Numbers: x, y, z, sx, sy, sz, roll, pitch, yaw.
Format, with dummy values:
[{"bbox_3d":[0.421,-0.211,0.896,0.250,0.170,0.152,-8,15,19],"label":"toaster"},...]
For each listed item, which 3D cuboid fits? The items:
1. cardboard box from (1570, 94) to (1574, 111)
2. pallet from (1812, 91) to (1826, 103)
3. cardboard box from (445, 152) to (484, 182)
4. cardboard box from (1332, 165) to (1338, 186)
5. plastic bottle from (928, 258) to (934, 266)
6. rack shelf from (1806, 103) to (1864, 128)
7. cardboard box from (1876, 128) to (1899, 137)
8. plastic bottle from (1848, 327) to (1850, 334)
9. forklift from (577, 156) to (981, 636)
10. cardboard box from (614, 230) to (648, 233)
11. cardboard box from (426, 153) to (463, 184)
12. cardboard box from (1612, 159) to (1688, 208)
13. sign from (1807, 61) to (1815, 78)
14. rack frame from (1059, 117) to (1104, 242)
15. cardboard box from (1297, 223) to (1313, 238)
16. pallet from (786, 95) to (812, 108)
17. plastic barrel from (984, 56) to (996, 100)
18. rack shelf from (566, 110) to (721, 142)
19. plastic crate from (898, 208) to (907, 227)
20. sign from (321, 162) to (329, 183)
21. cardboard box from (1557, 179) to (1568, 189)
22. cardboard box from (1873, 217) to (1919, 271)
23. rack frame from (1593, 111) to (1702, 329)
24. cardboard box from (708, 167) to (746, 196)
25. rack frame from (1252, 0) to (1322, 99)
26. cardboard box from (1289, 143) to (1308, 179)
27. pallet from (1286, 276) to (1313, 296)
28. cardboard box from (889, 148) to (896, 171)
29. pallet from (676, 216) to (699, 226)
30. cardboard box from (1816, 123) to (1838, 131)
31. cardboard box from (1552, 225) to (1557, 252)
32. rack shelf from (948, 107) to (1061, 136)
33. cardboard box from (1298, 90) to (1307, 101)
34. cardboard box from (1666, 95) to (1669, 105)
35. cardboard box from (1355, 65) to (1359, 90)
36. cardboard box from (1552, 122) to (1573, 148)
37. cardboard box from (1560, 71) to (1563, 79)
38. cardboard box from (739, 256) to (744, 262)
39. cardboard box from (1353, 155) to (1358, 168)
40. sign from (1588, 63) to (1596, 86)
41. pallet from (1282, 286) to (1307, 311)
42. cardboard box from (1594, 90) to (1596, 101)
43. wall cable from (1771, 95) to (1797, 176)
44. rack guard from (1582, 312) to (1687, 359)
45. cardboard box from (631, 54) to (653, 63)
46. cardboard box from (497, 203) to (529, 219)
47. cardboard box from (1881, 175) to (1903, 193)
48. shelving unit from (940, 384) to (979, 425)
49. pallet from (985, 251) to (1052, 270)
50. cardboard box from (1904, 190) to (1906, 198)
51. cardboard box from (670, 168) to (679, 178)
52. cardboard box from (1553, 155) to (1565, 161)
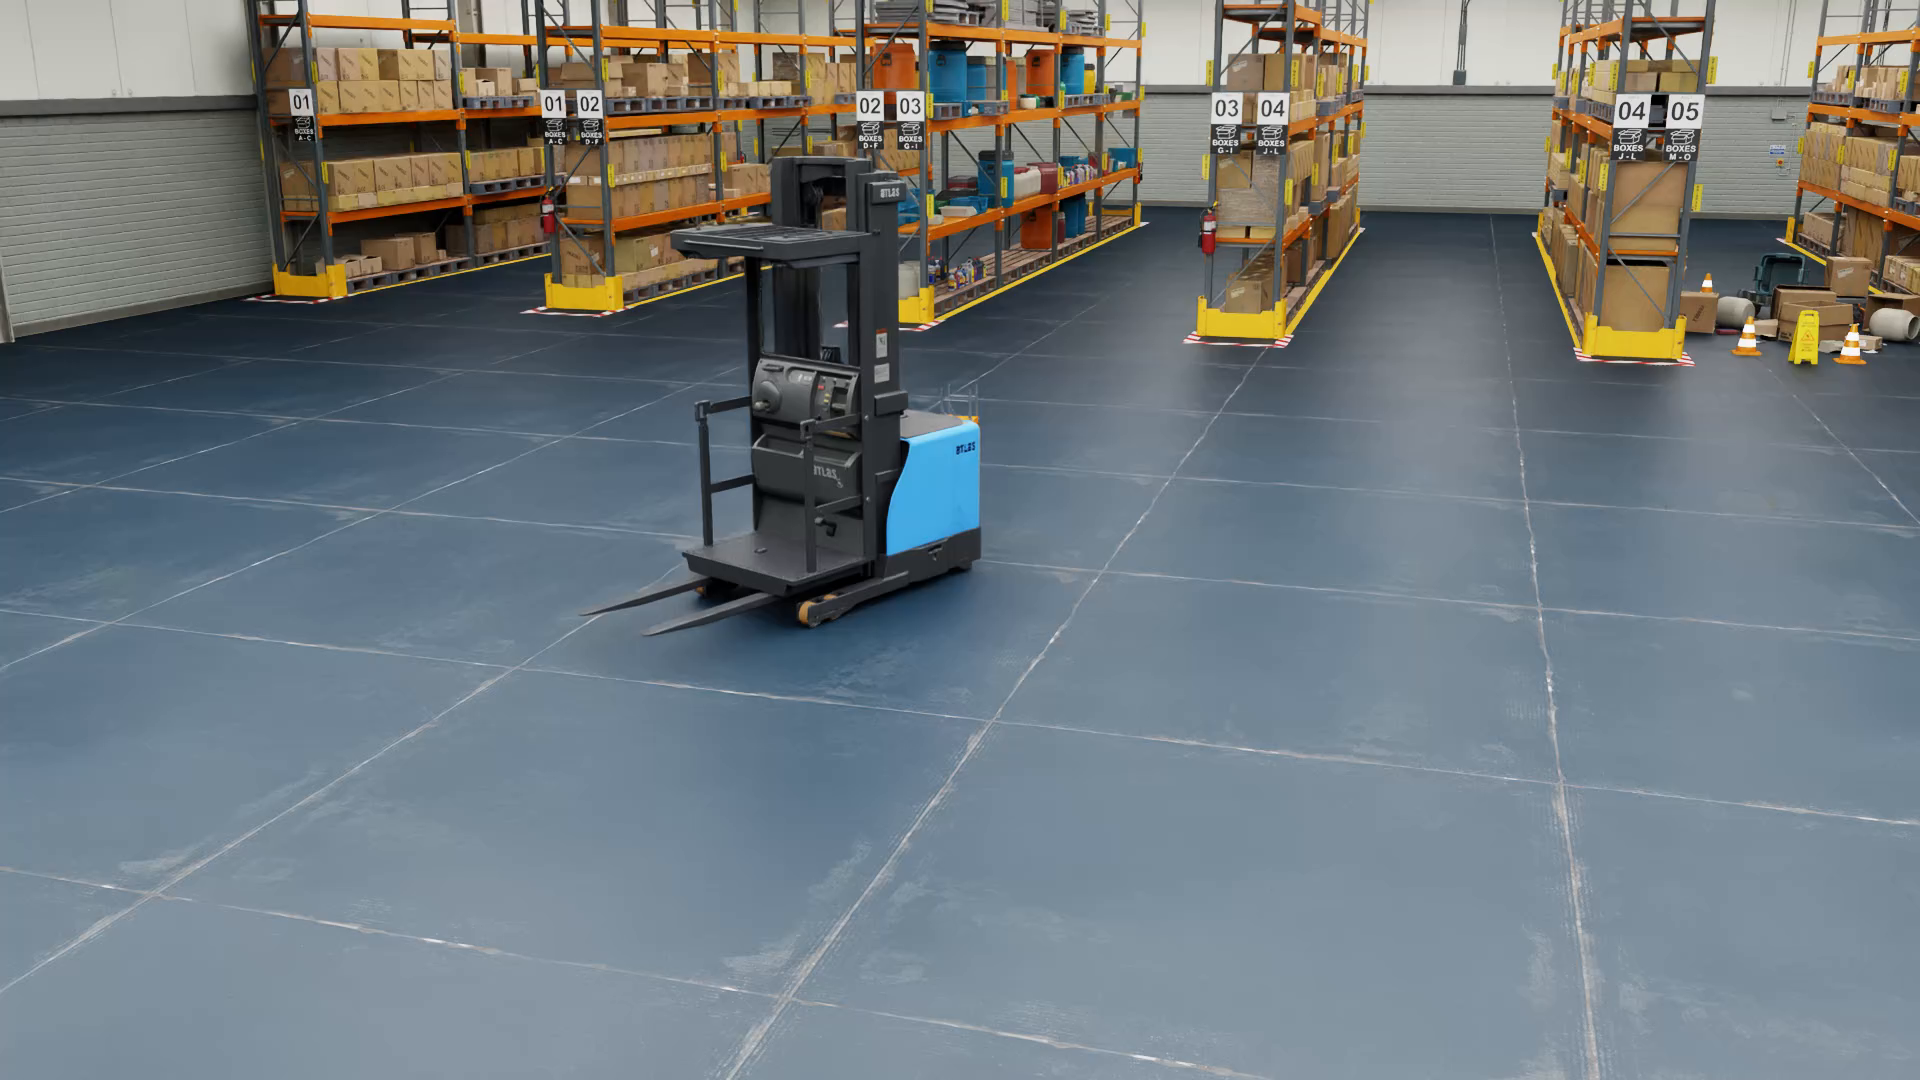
[{"bbox_3d":[10.852,-7.685,28.746,0.500,0.500,0.500,5,16,16],"label":"cardboard box"},{"bbox_3d":[17.651,-8.834,33.143,1.003,0.211,1.213,5,16,16],"label":"pallet"},{"bbox_3d":[-9.130,-6.800,30.317,0.700,0.500,0.500,5,16,16],"label":"cardboard box"},{"bbox_3d":[6.620,-6.593,30.394,0.500,0.500,0.500,4,16,14],"label":"cardboard box"},{"bbox_3d":[-0.489,-4.350,26.718,0.144,0.351,0.185,4,16,14],"label":"plastic bottle"},{"bbox_3d":[17.284,-8.202,32.071,1.077,0.370,4.000,5,16,16],"label":"rack shelf"},{"bbox_3d":[17.054,-7.486,30.519,0.380,0.149,0.250,4,16,15],"label":"cardboard box"},{"bbox_3d":[12.277,-2.883,22.882,0.133,0.061,0.283,8,18,25],"label":"plastic bottle"},{"bbox_3d":[-1.174,-0.997,10.975,1.130,2.935,3.031,13,20,38],"label":"forklift"},{"bbox_3d":[-5.413,-4.777,27.069,0.500,0.500,0.500,5,16,16],"label":"cardboard box"},{"bbox_3d":[-9.145,-6.560,29.325,0.500,0.500,0.500,5,16,16],"label":"cardboard box"},{"bbox_3d":[8.673,-4.486,20.893,0.875,0.550,0.550,5,16,16],"label":"cardboard box"},{"bbox_3d":[17.322,-9.575,33.845,0.100,0.325,0.005,5,16,16],"label":"sign"},{"bbox_3d":[2.465,-7.734,34.601,1.000,3.000,0.127,5,16,16],"label":"rack frame"},{"bbox_3d":[5.774,-5.357,28.618,0.500,0.250,0.500,7,17,22],"label":"cardboard box"},{"bbox_3d":[-3.527,-8.241,31.235,1.213,0.211,1.003,5,17,18],"label":"pallet"},{"bbox_3d":[0.314,-7.647,27.876,0.600,0.901,0.600,0,16,0],"label":"plastic barrel"},{"bbox_3d":[-5.125,-6.600,26.424,1.077,0.370,4.000,5,16,16],"label":"rack shelf"},{"bbox_3d":[-1.090,-4.678,24.096,0.499,0.251,0.616,5,16,16],"label":"plastic crate"},{"bbox_3d":[-9.923,-5.738,25.975,0.100,0.325,0.005,5,16,16],"label":"sign"},{"bbox_3d":[10.503,-6.139,28.666,0.380,0.149,0.250,5,17,17],"label":"cardboard box"},{"bbox_3d":[15.854,-4.890,27.695,0.875,0.875,0.875,4,16,15],"label":"cardboard box"},{"bbox_3d":[8.530,-3.800,20.729,1.000,3.000,0.127,5,16,16],"label":"rack frame"},{"bbox_3d":[-4.173,-6.412,29.756,0.500,0.500,0.500,6,17,20],"label":"cardboard box"},{"bbox_3d":[4.940,-8.144,25.049,1.000,3.000,0.127,5,16,16],"label":"rack frame"},{"bbox_3d":[4.793,-5.529,24.264,0.500,0.500,0.500,5,16,16],"label":"cardboard box"},{"bbox_3d":[5.160,-4.120,26.967,1.003,0.211,1.213,5,16,16],"label":"pallet"},{"bbox_3d":[-1.734,-8.414,36.814,0.500,0.500,0.500,5,17,17],"label":"cardboard box"},{"bbox_3d":[-6.742,-7.354,38.370,1.003,0.211,1.213,5,16,16],"label":"pallet"},{"bbox_3d":[17.238,-8.195,33.019,0.380,0.149,0.250,4,16,14],"label":"cardboard box"},{"bbox_3d":[11.328,-5.627,30.984,0.500,0.500,0.500,5,17,18],"label":"cardboard box"},{"bbox_3d":[0.760,-7.262,28.756,1.077,0.370,4.000,5,16,16],"label":"rack shelf"},{"bbox_3d":[4.756,-6.367,23.829,0.380,0.149,0.250,5,17,18],"label":"cardboard box"},{"bbox_3d":[8.935,-5.437,20.512,0.380,0.149,0.250,5,17,16],"label":"cardboard box"},{"bbox_3d":[8.254,-9.998,35.948,0.700,0.500,0.500,4,16,13],"label":"cardboard box"},{"bbox_3d":[12.247,-8.161,33.543,0.500,0.500,0.500,4,16,14],"label":"cardboard box"},{"bbox_3d":[12.163,-9.254,33.089,0.380,0.149,0.250,4,16,15],"label":"cardboard box"},{"bbox_3d":[-4.058,-5.126,29.673,0.500,0.250,0.500,5,17,17],"label":"cardboard box"},{"bbox_3d":[8.323,-8.188,35.929,0.500,0.250,0.500,4,16,15],"label":"cardboard box"},{"bbox_3d":[9.144,-6.729,24.035,0.100,0.325,0.005,5,16,16],"label":"sign"},{"bbox_3d":[4.783,-3.737,25.619,1.003,0.211,1.213,5,16,16],"label":"pallet"},{"bbox_3d":[9.166,-6.282,23.490,0.380,0.149,0.250,5,17,16],"label":"cardboard box"},{"bbox_3d":[19.432,-9.609,39.292,0.585,1.953,0.123,5,16,16],"label":"wall cable"},{"bbox_3d":[8.524,-2.591,21.048,1.175,0.500,0.348,5,16,16],"label":"rack guard"},{"bbox_3d":[-7.059,-10.685,37.456,0.500,0.500,0.500,4,16,15],"label":"cardboard box"},{"bbox_3d":[-8.688,-6.354,32.136,0.500,0.250,0.500,5,16,16],"label":"cardboard box"},{"bbox_3d":[15.473,-5.850,27.316,0.500,0.250,0.500,5,16,16],"label":"cardboard box"},{"bbox_3d":[-0.004,-0.573,12.652,0.258,1.200,0.189,5,16,16],"label":"shelving unit"},{"bbox_3d":[1.071,-5.147,30.588,1.003,0.211,1.213,5,16,16],"label":"pallet"},{"bbox_3d":[15.195,-5.475,26.324,0.380,0.149,0.250,4,16,12],"label":"cardboard box"},{"bbox_3d":[-4.791,-5.967,26.997,0.380,0.149,0.250,5,17,17],"label":"cardboard box"},{"bbox_3d":[11.166,-7.034,30.732,0.380,0.149,0.250,4,16,15],"label":"cardboard box"}]
